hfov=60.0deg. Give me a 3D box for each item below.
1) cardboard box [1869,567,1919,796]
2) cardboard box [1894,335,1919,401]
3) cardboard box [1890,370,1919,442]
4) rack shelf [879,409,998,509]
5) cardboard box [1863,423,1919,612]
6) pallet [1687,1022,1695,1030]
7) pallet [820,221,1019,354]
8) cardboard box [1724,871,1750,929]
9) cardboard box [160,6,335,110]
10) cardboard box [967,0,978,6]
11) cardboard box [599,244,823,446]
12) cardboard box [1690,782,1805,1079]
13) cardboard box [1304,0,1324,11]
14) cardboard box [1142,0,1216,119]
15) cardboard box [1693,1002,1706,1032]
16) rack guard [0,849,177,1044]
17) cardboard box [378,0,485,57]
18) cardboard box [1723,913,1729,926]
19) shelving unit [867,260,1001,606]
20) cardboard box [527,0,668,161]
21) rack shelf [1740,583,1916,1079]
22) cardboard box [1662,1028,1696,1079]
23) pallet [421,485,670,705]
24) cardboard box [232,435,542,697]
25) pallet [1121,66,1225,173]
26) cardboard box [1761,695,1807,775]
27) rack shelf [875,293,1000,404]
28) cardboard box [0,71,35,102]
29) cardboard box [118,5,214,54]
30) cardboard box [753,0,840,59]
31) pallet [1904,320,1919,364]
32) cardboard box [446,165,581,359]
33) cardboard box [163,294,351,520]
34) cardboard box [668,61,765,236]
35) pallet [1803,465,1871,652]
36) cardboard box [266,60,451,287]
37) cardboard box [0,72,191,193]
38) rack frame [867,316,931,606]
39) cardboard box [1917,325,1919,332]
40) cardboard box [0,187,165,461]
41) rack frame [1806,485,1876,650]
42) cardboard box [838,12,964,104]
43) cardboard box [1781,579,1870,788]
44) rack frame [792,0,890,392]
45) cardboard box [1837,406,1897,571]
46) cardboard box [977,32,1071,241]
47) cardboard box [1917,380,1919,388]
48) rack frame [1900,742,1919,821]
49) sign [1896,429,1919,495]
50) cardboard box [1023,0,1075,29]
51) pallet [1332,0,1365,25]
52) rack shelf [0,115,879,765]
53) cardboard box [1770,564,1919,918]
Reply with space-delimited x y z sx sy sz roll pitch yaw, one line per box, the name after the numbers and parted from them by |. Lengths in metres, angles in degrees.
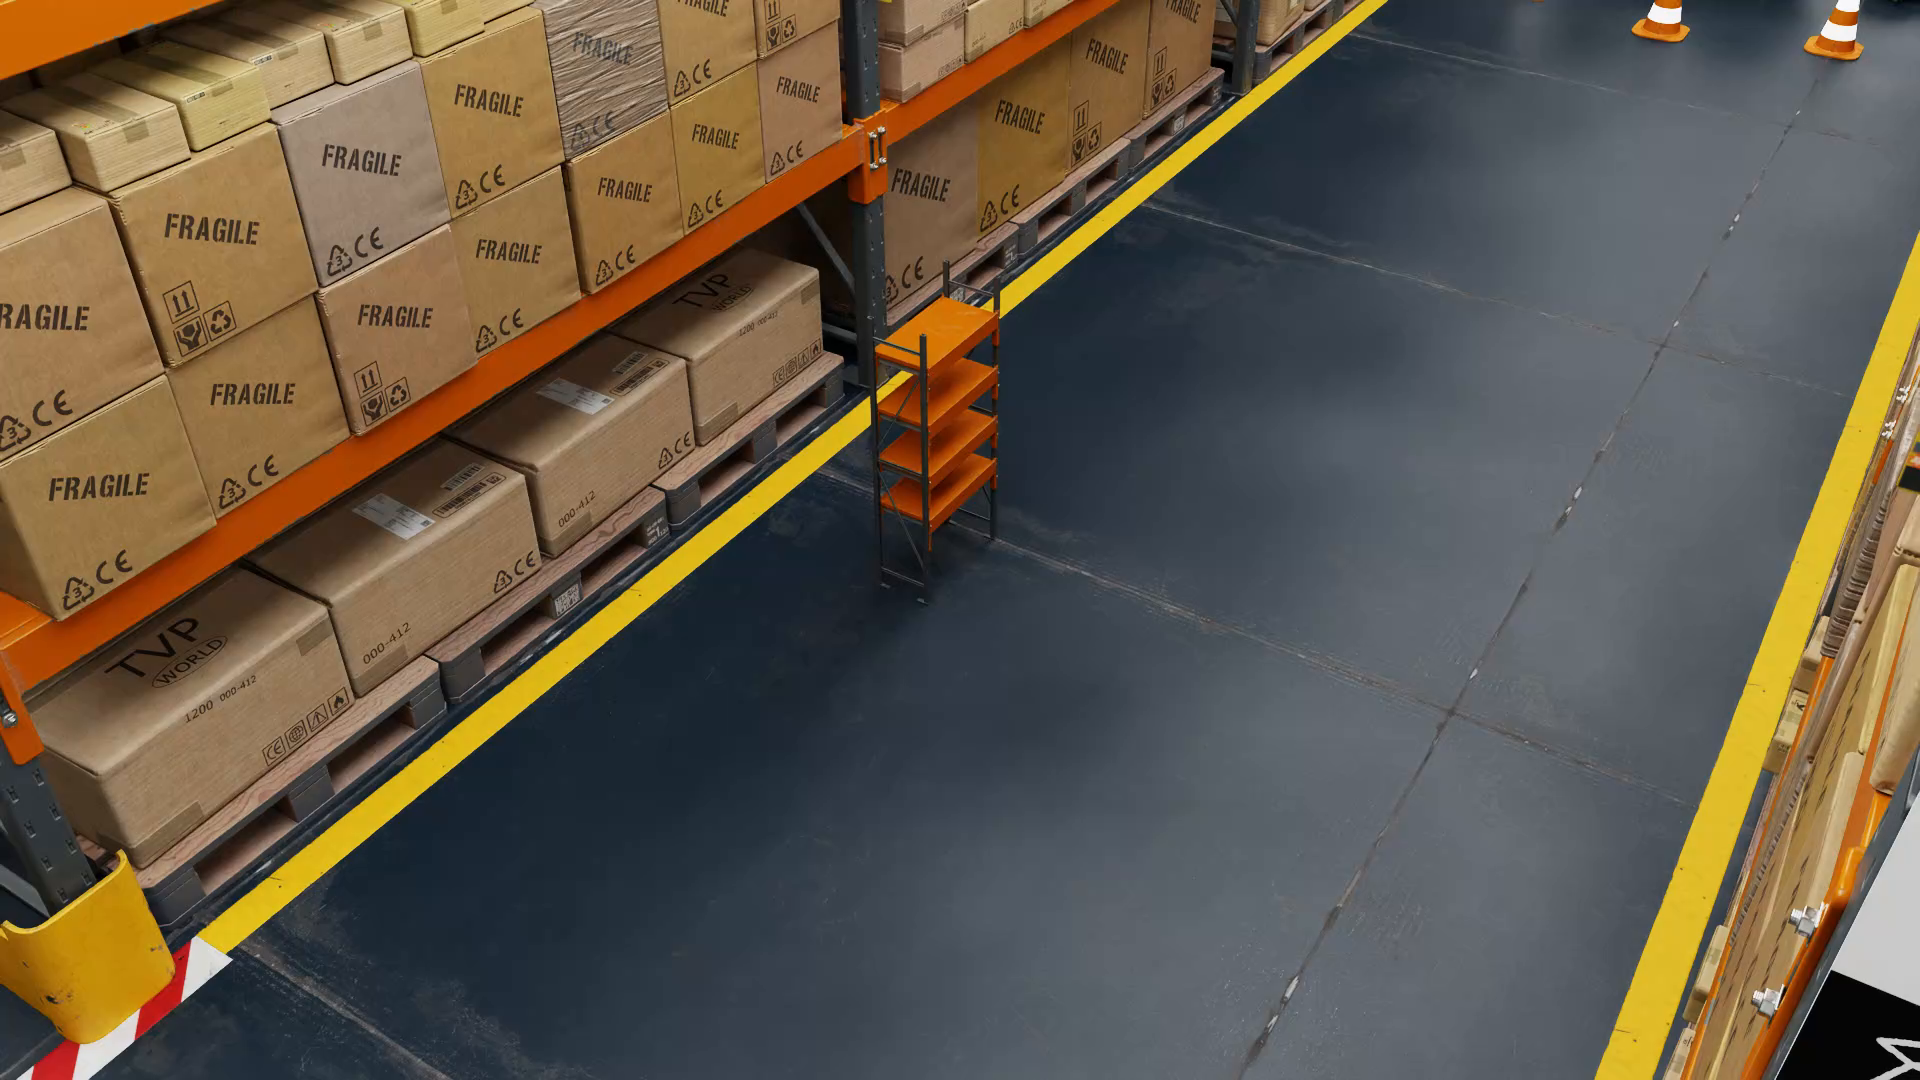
1.329 0.122 1.801 0.500 0.250 0.500 20 42 24 | cardboard box
4.189 -0.658 6.850 0.500 0.500 0.500 20 42 24 | cardboard box
3.024 -0.352 4.955 0.380 0.149 0.250 23 43 27 | cardboard box
-0.089 -0.337 6.314 0.258 0.148 0.480 21 42 25 | rack shelf
2.167 -0.105 3.285 0.500 0.500 0.500 20 42 24 | cardboard box
2.469 1.603 4.497 1.003 0.211 1.213 21 42 25 | pallet
-0.432 -1.375 8.361 1.003 0.211 1.213 21 42 25 | pallet
2.324 1.116 4.593 0.380 0.149 0.250 21 42 25 | cardboard box
-1.963 -1.329 4.585 0.380 0.149 0.250 22 43 26 | cardboard box
-0.053 -2.608 7.390 0.500 0.250 0.500 22 43 26 | cardboard box
-1.209 -0.920 7.242 0.875 0.438 0.875 21 42 24 | cardboard box
1.612 0.835 2.885 0.500 0.500 0.500 20 42 24 | cardboard box
2.061 -3.916 11.181 0.950 0.372 0.625 20 42 24 | cardboard box
0.921 -3.115 9.731 0.875 0.875 0.875 21 42 25 | cardboard box
2.047 1.386 4.243 0.380 0.149 0.250 23 43 27 | cardboard box
-2.938 1.007 5.034 1.175 0.500 0.348 21 42 25 | rack guard
-1.635 -1.566 4.892 0.380 0.149 0.250 20 42 24 | cardboard box
2.324 1.237 4.679 0.380 0.149 0.250 20 42 24 | cardboard box
-0.089 -0.390 6.273 0.258 1.200 0.503 21 42 25 | shelving unit
-1.345 -1.635 5.513 0.500 0.500 0.500 22 43 26 | cardboard box
2.380 -0.362 2.895 1.077 0.370 4.000 21 42 25 | rack shelf
1.882 1.388 3.997 0.380 0.149 0.250 23 43 27 | cardboard box
-1.908 0.045 6.519 1.003 0.211 1.213 21 42 25 | pallet
-2.173 0.006 6.040 0.875 0.438 0.875 22 43 26 | cardboard box
0.875 -2.633 9.993 1.003 0.211 1.213 21 42 25 | pallet
2.843 0.692 5.386 0.380 0.149 0.250 22 43 26 | cardboard box
-0.089 -0.701 6.033 0.258 0.148 0.480 21 42 25 | rack shelf
-2.719 -1.238 4.466 0.380 0.149 0.250 21 42 25 | cardboard box
-2.349 -1.466 4.762 0.380 0.149 0.250 21 42 25 | cardboard box
-0.802 -2.159 6.193 0.500 0.500 0.500 21 42 25 | cardboard box
5.175 -1.046 7.933 1.003 0.211 1.213 21 42 25 | pallet
-1.636 -0.978 5.480 0.500 0.500 0.500 23 43 27 | cardboard box
-2.178 -0.458 4.806 0.500 0.500 0.500 21 42 25 | cardboard box
-1.086 -1.507 6.166 0.500 0.500 0.500 20 42 24 | cardboard box
3.868 0.212 6.302 1.003 0.211 1.213 21 42 25 | pallet
-1.887 -1.122 4.847 0.500 0.500 0.500 21 42 25 | cardboard box
-2.185 -1.035 4.204 0.380 0.149 0.250 23 43 26 | cardboard box
-0.219 -0.264 6.110 0.240 1.200 0.015 21 42 25 | rack frame
4.734 -1.187 7.536 0.500 0.500 0.500 22 43 26 | cardboard box
-2.427 -0.585 4.151 0.500 0.500 0.500 20 42 24 | cardboard box
3.452 -0.490 4.929 1.000 3.000 0.127 21 42 25 | rack frame
-0.323 -2.138 7.190 0.500 0.250 0.500 20 42 24 | cardboard box
2.152 0.317 3.557 0.500 0.500 0.500 23 43 27 | cardboard box
-0.782 -2.057 6.962 1.000 3.000 0.127 21 42 25 | rack frame
3.636 -0.131 6.166 0.500 0.500 0.500 20 42 24 | cardboard box
-0.040 -2.196 8.538 0.875 0.875 0.875 22 43 26 | cardboard box
2.974 -0.475 4.583 0.500 0.500 0.500 20 42 24 | cardboard box
1.309 -0.804 0.422 1.000 3.000 0.127 21 42 25 | rack frame
0.851 -0.159 1.317 0.100 0.325 0.005 21 42 25 | sign
0.241 -2.665 7.873 0.500 0.250 0.500 21 42 25 | cardboard box
2.435 -4.044 11.823 1.003 0.211 1.213 21 42 25 | pallet
-1.854 -0.741 5.844 1.077 0.370 4.000 21 42 25 | rack shelf
1.615 0.440 2.578 0.500 0.500 0.500 20 42 24 | cardboard box
